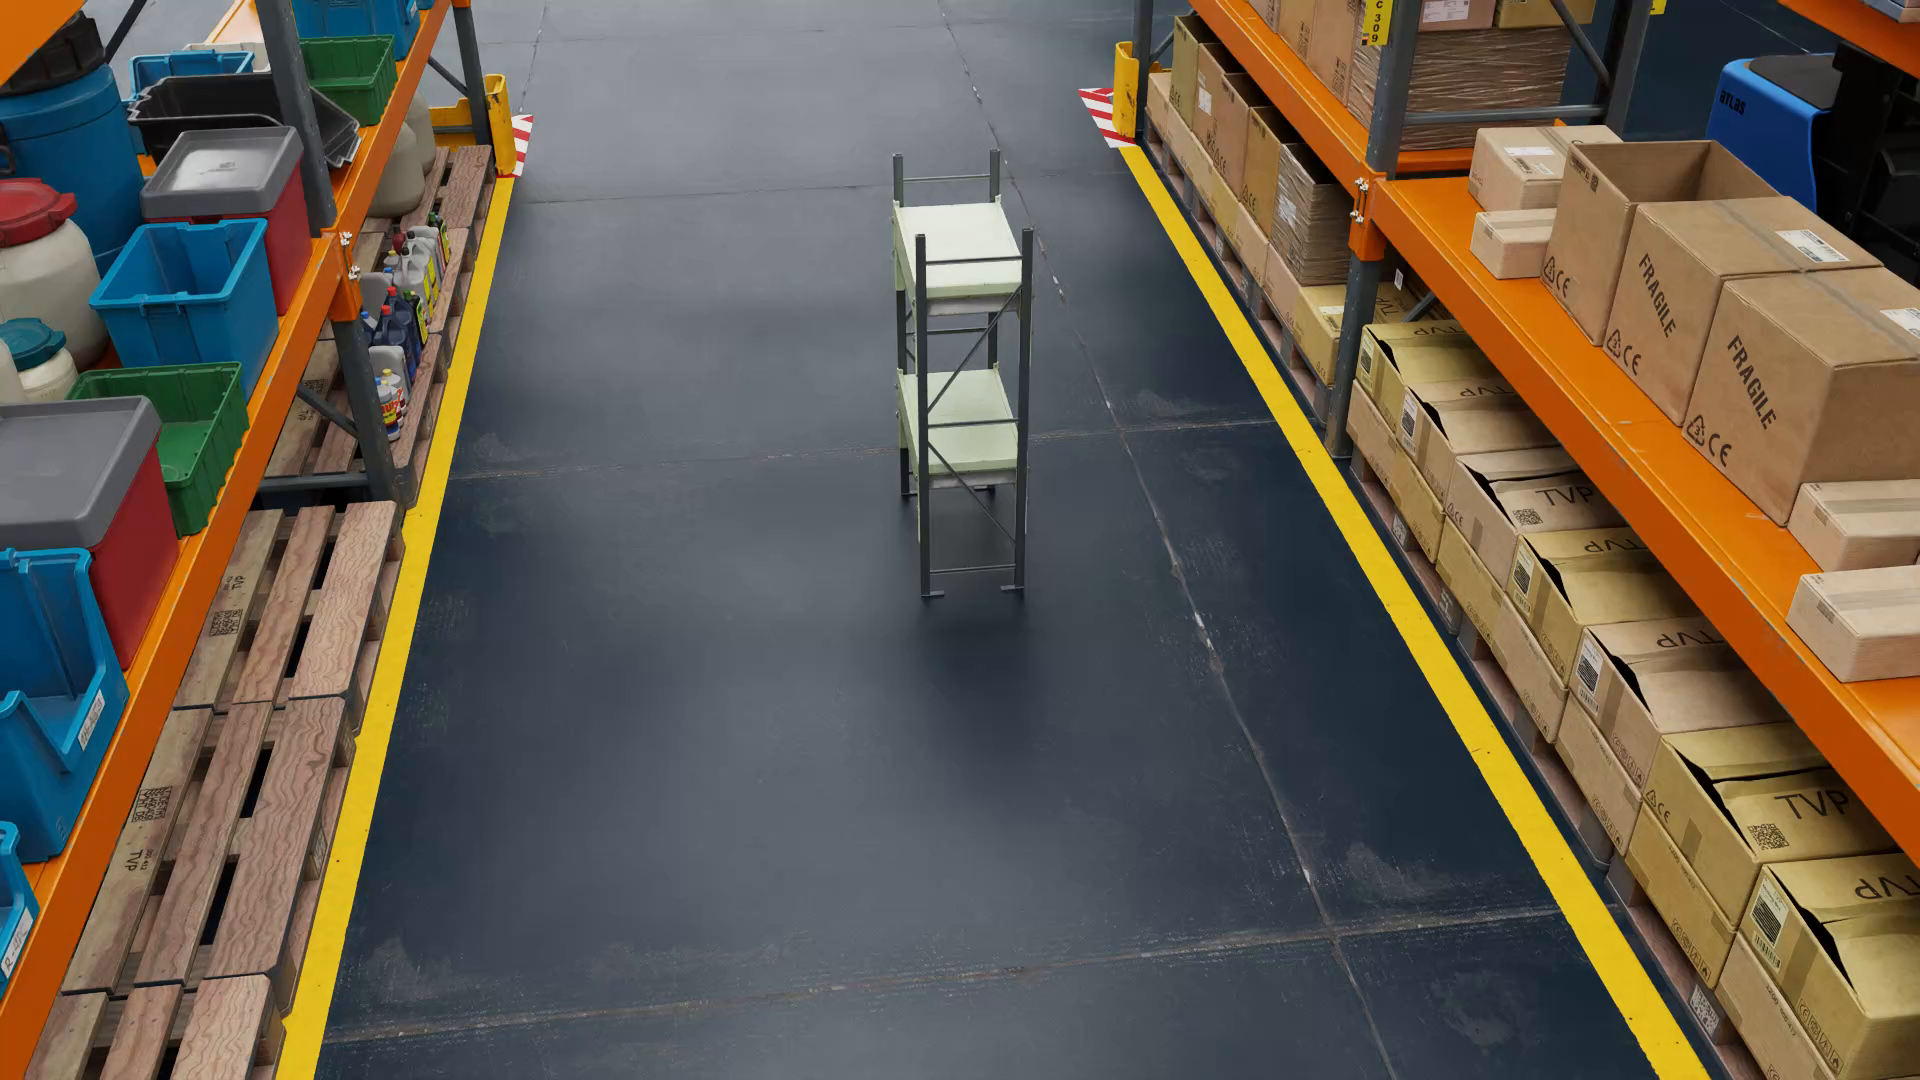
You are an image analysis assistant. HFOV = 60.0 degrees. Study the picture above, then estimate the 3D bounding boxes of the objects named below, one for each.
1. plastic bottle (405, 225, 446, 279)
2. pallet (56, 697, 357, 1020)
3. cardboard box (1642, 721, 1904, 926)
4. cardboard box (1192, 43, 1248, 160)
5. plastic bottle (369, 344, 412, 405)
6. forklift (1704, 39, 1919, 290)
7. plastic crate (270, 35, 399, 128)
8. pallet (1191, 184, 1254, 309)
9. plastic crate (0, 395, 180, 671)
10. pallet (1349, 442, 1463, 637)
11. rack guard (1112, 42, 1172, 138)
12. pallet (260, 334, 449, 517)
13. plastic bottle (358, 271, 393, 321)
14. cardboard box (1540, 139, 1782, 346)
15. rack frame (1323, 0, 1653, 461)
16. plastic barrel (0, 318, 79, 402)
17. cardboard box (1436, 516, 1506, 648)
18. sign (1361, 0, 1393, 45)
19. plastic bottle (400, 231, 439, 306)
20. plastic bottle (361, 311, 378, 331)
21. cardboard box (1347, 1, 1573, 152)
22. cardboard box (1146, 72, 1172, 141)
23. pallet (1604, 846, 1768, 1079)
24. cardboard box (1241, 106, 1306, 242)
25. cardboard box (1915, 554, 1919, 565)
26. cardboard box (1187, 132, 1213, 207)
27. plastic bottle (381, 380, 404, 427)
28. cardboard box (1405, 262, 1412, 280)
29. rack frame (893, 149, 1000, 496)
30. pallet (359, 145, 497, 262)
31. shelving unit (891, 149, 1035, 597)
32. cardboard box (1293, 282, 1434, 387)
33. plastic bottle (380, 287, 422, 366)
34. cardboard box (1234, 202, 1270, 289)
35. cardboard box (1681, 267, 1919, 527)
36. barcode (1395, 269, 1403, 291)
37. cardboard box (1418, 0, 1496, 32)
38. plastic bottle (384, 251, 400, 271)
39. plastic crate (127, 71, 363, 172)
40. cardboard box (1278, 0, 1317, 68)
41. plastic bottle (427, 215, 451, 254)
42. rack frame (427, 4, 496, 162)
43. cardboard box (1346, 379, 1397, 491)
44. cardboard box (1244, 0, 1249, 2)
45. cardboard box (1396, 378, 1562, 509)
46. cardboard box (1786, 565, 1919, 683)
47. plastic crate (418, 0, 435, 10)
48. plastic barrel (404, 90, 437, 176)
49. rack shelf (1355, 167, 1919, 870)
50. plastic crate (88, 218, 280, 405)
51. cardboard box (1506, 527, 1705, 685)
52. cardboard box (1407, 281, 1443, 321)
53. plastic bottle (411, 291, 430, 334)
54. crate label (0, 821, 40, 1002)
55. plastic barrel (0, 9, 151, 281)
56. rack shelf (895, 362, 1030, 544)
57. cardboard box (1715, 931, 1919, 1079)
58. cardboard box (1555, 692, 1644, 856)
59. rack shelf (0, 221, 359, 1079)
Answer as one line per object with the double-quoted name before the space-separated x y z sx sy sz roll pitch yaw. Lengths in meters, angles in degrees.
"plastic bottle" -2.646 -1.439 8.225 0.152 0.276 0.135 -4 34 -6
"pallet" -2.485 0.985 5.117 1.003 0.211 1.213 -4 35 -6
"cardboard box" 2.260 0.742 4.568 0.500 0.311 0.500 -5 35 -7
"cardboard box" 1.575 -2.364 8.958 0.500 0.500 0.500 -4 35 -6
"plastic bottle" -2.475 -0.730 7.186 0.152 0.276 0.135 -3 34 -5
"forklift" 4.620 -1.991 7.069 1.130 2.935 3.031 -6 35 -9
"plastic crate" -2.699 -1.976 7.174 0.450 0.188 0.662 -4 35 -6
"pallet" 1.880 -1.635 8.961 1.003 0.211 1.213 -4 35 -6
"plastic crate" -2.172 -0.004 4.035 0.402 0.464 0.583 -4 35 -6
"pallet" 2.250 -0.097 6.705 1.003 0.211 1.213 -4 35 -6
"rack guard" 1.571 -2.870 10.518 1.175 0.500 0.348 -4 35 -6
"pallet" -2.845 -0.510 7.311 1.003 0.211 1.213 -4 35 -6
"plastic bottle" -2.720 -1.140 7.787 0.152 0.276 0.135 -4 35 -6
"cardboard box" 2.271 -0.975 5.429 0.500 0.500 0.500 -2 34 -3
"rack frame" 2.113 -1.658 6.519 1.000 3.000 0.127 -4 35 -6
"plastic barrel" -2.770 -0.477 4.910 0.301 0.262 0.301 0 34 0
"cardboard box" 2.061 0.123 5.975 0.500 0.250 0.500 -5 35 -8
"sign" 1.563 -2.005 6.190 0.100 0.325 0.005 -4 35 -6
"plastic bottle" -2.601 -1.300 7.956 0.144 0.351 0.185 -3 34 -4
"plastic bottle" -2.633 -0.893 7.428 0.097 0.271 0.097 0 34 0
"cardboard box" 2.047 -1.946 6.853 0.700 0.500 0.500 -5 35 -8
"cardboard box" 1.426 -2.611 9.986 0.500 0.250 0.500 -4 35 -6
"pallet" 2.578 1.264 4.707 1.003 0.211 1.213 -4 35 -6
"cardboard box" 1.707 -1.806 8.139 0.500 0.500 0.500 -4 35 -6
"cardboard box" 2.722 0.098 4.022 0.500 0.311 0.500 -5 35 -7
"cardboard box" 1.564 -2.053 9.168 0.500 0.250 0.500 -4 35 -6
"plastic bottle" -2.418 -0.578 7.028 0.097 0.201 0.097 0 34 0
"cardboard box" 2.285 -1.566 7.787 0.500 0.500 0.500 -4 35 -6
"rack frame" -0.050 -0.828 6.633 0.400 1.500 0.023 -4 35 -6
"pallet" -3.173 -1.872 9.309 1.003 0.211 1.213 -4 35 -6
"shelving unit" -0.001 -0.623 6.333 0.431 1.500 0.755 -4 35 -6
"cardboard box" 1.834 -0.937 7.530 0.500 0.250 0.500 -4 35 -6
"plastic bottle" -2.519 -0.959 7.455 0.144 0.351 0.185 -6 35 -8
"cardboard box" 1.694 -1.495 8.349 0.500 0.250 0.500 -4 35 -6
"cardboard box" 2.409 -0.402 4.587 0.500 0.500 0.500 -6 35 -9
"barcode" 1.734 -1.029 6.573 0.001 0.075 0.075 -4 35 -6
"cardboard box" 1.864 -2.103 6.507 0.380 0.149 0.250 -4 35 -6
"plastic bottle" -2.749 -1.311 8.104 0.097 0.201 0.097 0 34 0
"plastic crate" -2.741 -1.561 6.432 0.767 0.338 0.504 -4 35 -6
"cardboard box" 1.906 -2.520 7.696 0.700 0.500 0.500 -4 34 -6
"plastic bottle" -2.653 -1.551 8.456 0.097 0.201 0.097 0 34 0
"rack frame" -3.334 -3.517 9.247 1.000 3.000 0.127 -4 35 -6
"cardboard box" 1.921 -0.451 6.817 0.500 0.250 0.500 -5 35 -8
"cardboard box" 1.761 -3.099 8.546 0.700 0.500 0.500 -4 34 -6
"cardboard box" 1.983 -0.397 6.240 0.500 0.311 0.500 -5 35 -7
"cardboard box" 2.256 0.197 4.020 0.380 0.149 0.250 -4 35 -6
"plastic crate" -2.889 -2.836 8.380 0.499 0.251 0.408 -4 35 -6
"plastic barrel" -3.170 -2.301 9.299 0.421 0.512 0.421 0 34 0
"rack shelf" 2.382 -0.244 5.084 1.077 0.370 4.000 -4 35 -6
"plastic crate" -2.340 -0.686 5.107 0.392 0.384 0.575 -4 35 -6
"cardboard box" 2.129 0.181 5.392 0.500 0.311 0.500 -3 34 -5
"cardboard box" 2.351 -0.977 7.588 0.500 0.250 0.500 -4 35 -6
"plastic bottle" -2.534 -1.057 7.732 0.097 0.201 0.097 0 34 0
"crate label" -1.944 0.753 3.130 0.303 0.233 0.416 -4 35 -6
"plastic barrel" -3.045 -1.253 5.480 0.600 0.901 0.708 -4 35 -6
"rack shelf" -0.001 -0.354 6.517 0.431 0.370 0.720 -4 35 -6
"cardboard box" 2.338 1.262 4.303 0.500 0.250 0.500 -4 34 -5
"cardboard box" 2.201 0.694 5.137 0.500 0.250 0.500 -4 34 -5
"rack shelf" -2.527 0.129 4.536 1.077 0.370 4.000 -4 35 -6
